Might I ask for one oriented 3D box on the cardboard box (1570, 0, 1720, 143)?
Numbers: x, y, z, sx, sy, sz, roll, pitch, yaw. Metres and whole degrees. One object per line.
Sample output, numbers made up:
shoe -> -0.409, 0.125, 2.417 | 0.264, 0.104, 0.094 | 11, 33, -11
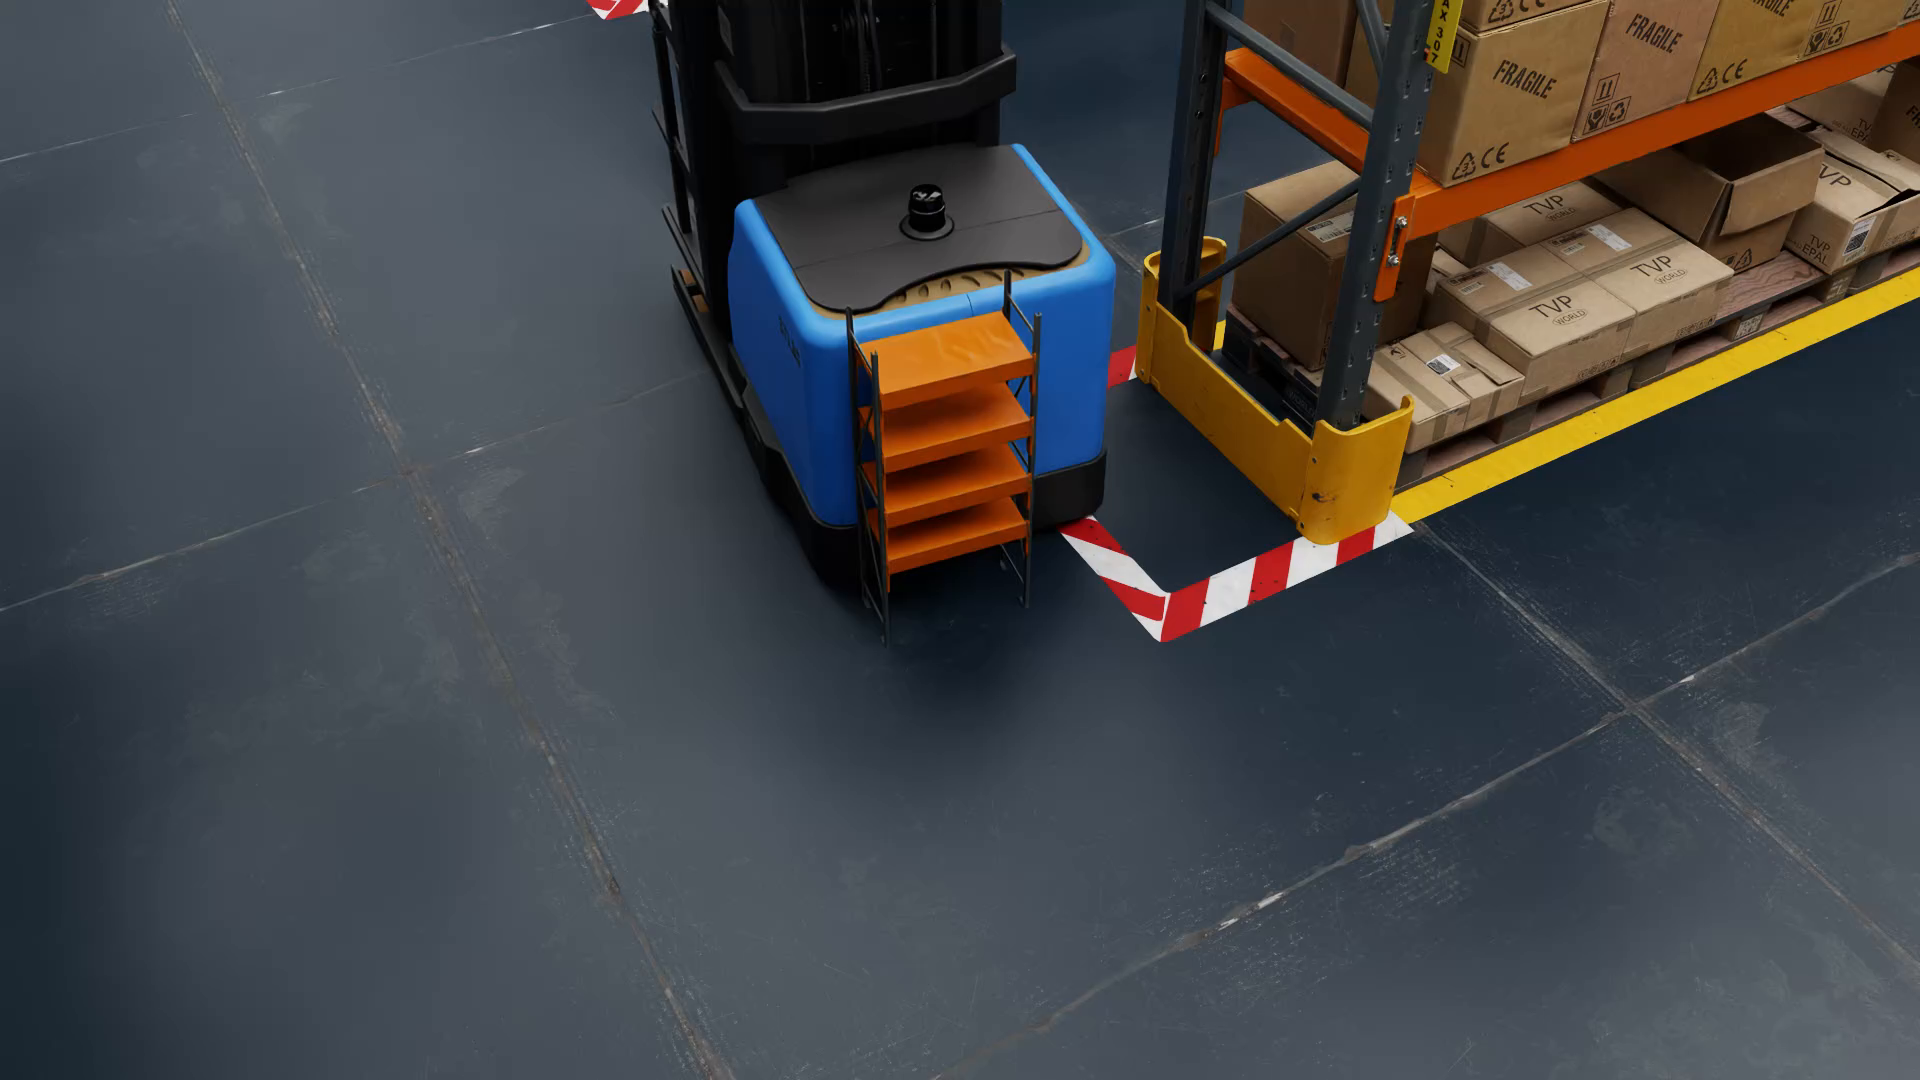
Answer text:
cardboard box -> 1.984, -1.640, 5.215 | 0.500, 0.500, 0.500 | -22, 48, -21

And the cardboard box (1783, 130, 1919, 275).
cardboard box -> 3.489, -1.379, 6.632 | 0.500, 0.311, 0.500 | -22, 48, -21

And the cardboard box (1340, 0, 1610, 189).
cardboard box -> 1.540, -1.458, 5.027 | 0.500, 0.500, 0.500 | -21, 48, -20

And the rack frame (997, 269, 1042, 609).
rack frame -> 0.179, -0.280, 5.177 | 0.015, 1.200, 0.240 | -15, 46, -15

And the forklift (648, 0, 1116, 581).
forklift -> -0.511, -1.957, 5.662 | 1.130, 2.935, 3.031 | -15, 46, -15

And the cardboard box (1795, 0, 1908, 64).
cardboard box -> 2.855, -1.985, 5.570 | 0.500, 0.500, 0.500 | -21, 48, -20

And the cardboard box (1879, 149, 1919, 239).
cardboard box -> 3.844, -1.415, 6.785 | 0.250, 0.149, 0.380 | -22, 48, -21

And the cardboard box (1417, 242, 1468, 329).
cardboard box -> 1.768, -0.992, 6.337 | 0.250, 0.166, 0.380 | -22, 48, -21

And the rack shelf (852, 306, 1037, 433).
rack shelf -> -0.048, -0.499, 4.838 | 0.480, 0.148, 0.258 | -15, 46, -15

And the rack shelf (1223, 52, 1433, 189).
rack shelf -> 2.758, -1.933, 5.965 | 3.809, 0.124, 0.919 | -22, 48, -21

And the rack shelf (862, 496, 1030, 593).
rack shelf -> -0.049, -0.028, 5.298 | 0.480, 0.148, 0.258 | -15, 46, -15

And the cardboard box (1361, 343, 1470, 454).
cardboard box -> 1.558, -0.500, 5.843 | 0.250, 0.149, 0.380 | -22, 48, -21

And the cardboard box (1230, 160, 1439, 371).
cardboard box -> 1.372, -1.026, 6.132 | 0.500, 0.500, 0.500 | -22, 48, -21

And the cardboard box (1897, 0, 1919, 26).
cardboard box -> 3.296, -2.164, 5.754 | 0.500, 0.500, 0.500 | -21, 48, -20

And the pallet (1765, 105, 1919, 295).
pallet -> 3.896, -1.577, 7.223 | 1.213, 0.211, 1.003 | -22, 48, -21

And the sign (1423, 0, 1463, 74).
sign -> 1.294, -1.411, 4.428 | 0.005, 0.325, 0.100 | -22, 48, -21

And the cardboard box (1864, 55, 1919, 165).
cardboard box -> 4.139, -1.707, 6.834 | 0.500, 0.500, 0.500 | -22, 48, -21

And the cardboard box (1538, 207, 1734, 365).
cardboard box -> 2.503, -0.963, 6.247 | 0.500, 0.250, 0.500 | -22, 48, -21

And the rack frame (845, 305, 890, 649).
rack frame -> -0.276, -0.156, 5.048 | 0.015, 1.200, 0.240 | -15, 46, -15

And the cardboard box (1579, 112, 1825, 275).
cardboard box -> 2.865, -1.422, 6.539 | 0.637, 0.503, 0.797 | -22, 48, -21

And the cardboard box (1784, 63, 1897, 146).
cardboard box -> 4.020, -1.993, 7.265 | 0.500, 0.311, 0.500 | -22, 48, -21

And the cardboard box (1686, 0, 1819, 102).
cardboard box -> 2.421, -1.813, 5.392 | 0.500, 0.500, 0.500 | -22, 48, -21

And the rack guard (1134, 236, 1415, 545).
rack guard -> 1.089, -0.557, 5.965 | 0.348, 0.500, 1.175 | -22, 48, -21

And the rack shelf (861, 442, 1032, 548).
rack shelf -> -0.049, -0.170, 5.160 | 0.480, 0.148, 0.258 | -15, 46, -15

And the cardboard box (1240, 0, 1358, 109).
cardboard box -> 1.276, -1.783, 5.362 | 0.500, 0.500, 0.500 | -20, 48, -20

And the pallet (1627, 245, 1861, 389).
pallet -> 2.837, -1.151, 6.784 | 1.213, 0.211, 1.003 | -22, 48, -21

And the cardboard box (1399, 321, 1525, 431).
cardboard box -> 1.775, -0.593, 5.926 | 0.250, 0.166, 0.380 | -22, 48, -21

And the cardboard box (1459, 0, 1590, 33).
cardboard box -> 1.540, -1.817, 4.679 | 0.500, 0.500, 0.500 | -20, 48, -20

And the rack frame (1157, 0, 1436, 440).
rack frame -> 1.024, -1.428, 5.067 | 0.127, 3.000, 1.000 | -22, 48, -21

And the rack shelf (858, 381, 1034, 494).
rack shelf -> -0.048, -0.330, 5.003 | 0.480, 0.148, 0.258 | -15, 46, -15

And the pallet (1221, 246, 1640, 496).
pallet -> 1.780, -0.730, 6.351 | 1.213, 0.211, 1.003 | -22, 48, -21

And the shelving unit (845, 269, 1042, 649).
shelving unit -> -0.048, -0.218, 5.113 | 0.503, 1.200, 0.258 | -15, 46, -15

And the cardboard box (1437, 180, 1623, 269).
cardboard box -> 2.211, -1.248, 6.540 | 0.500, 0.250, 0.500 | -22, 48, -21
